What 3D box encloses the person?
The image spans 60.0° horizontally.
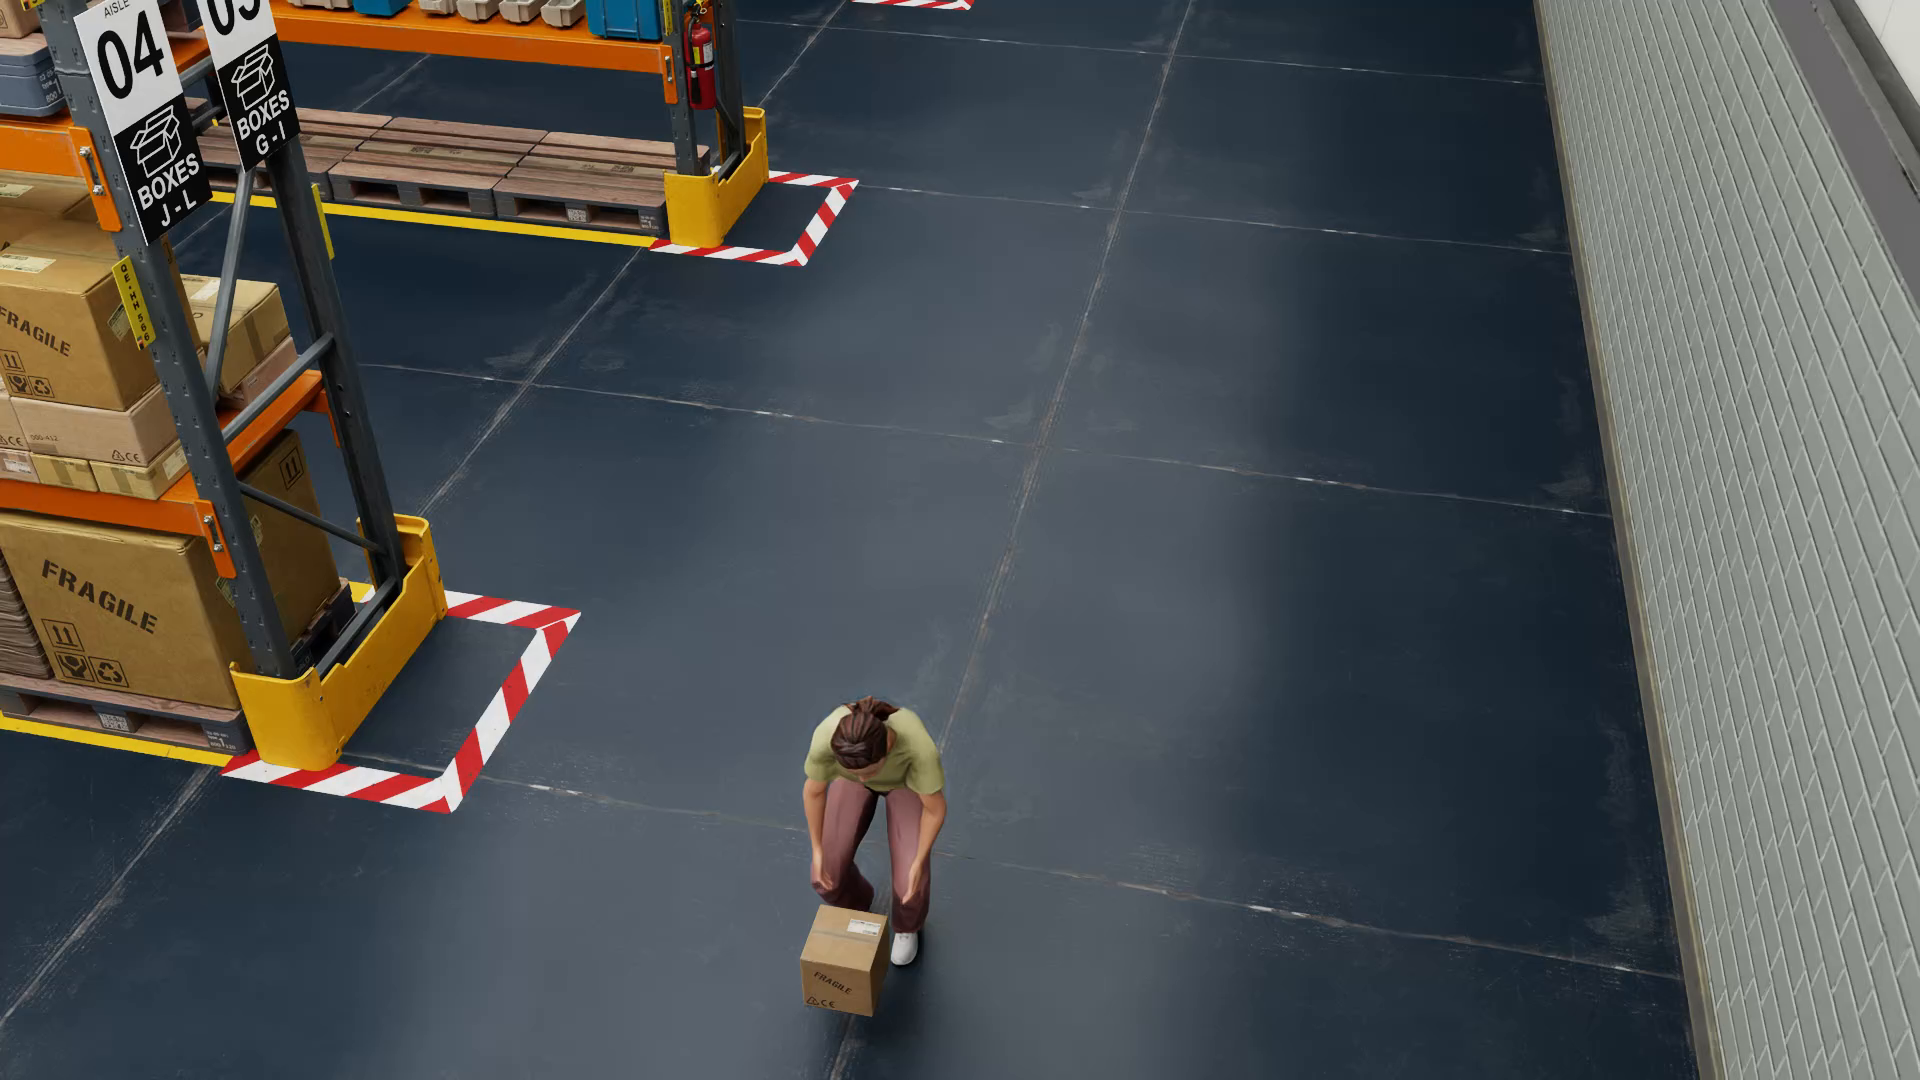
[{"bbox_3d":[-0.280,0.981,5.939,0.511,1.335,0.665,8,37,10],"label":"person"}]
